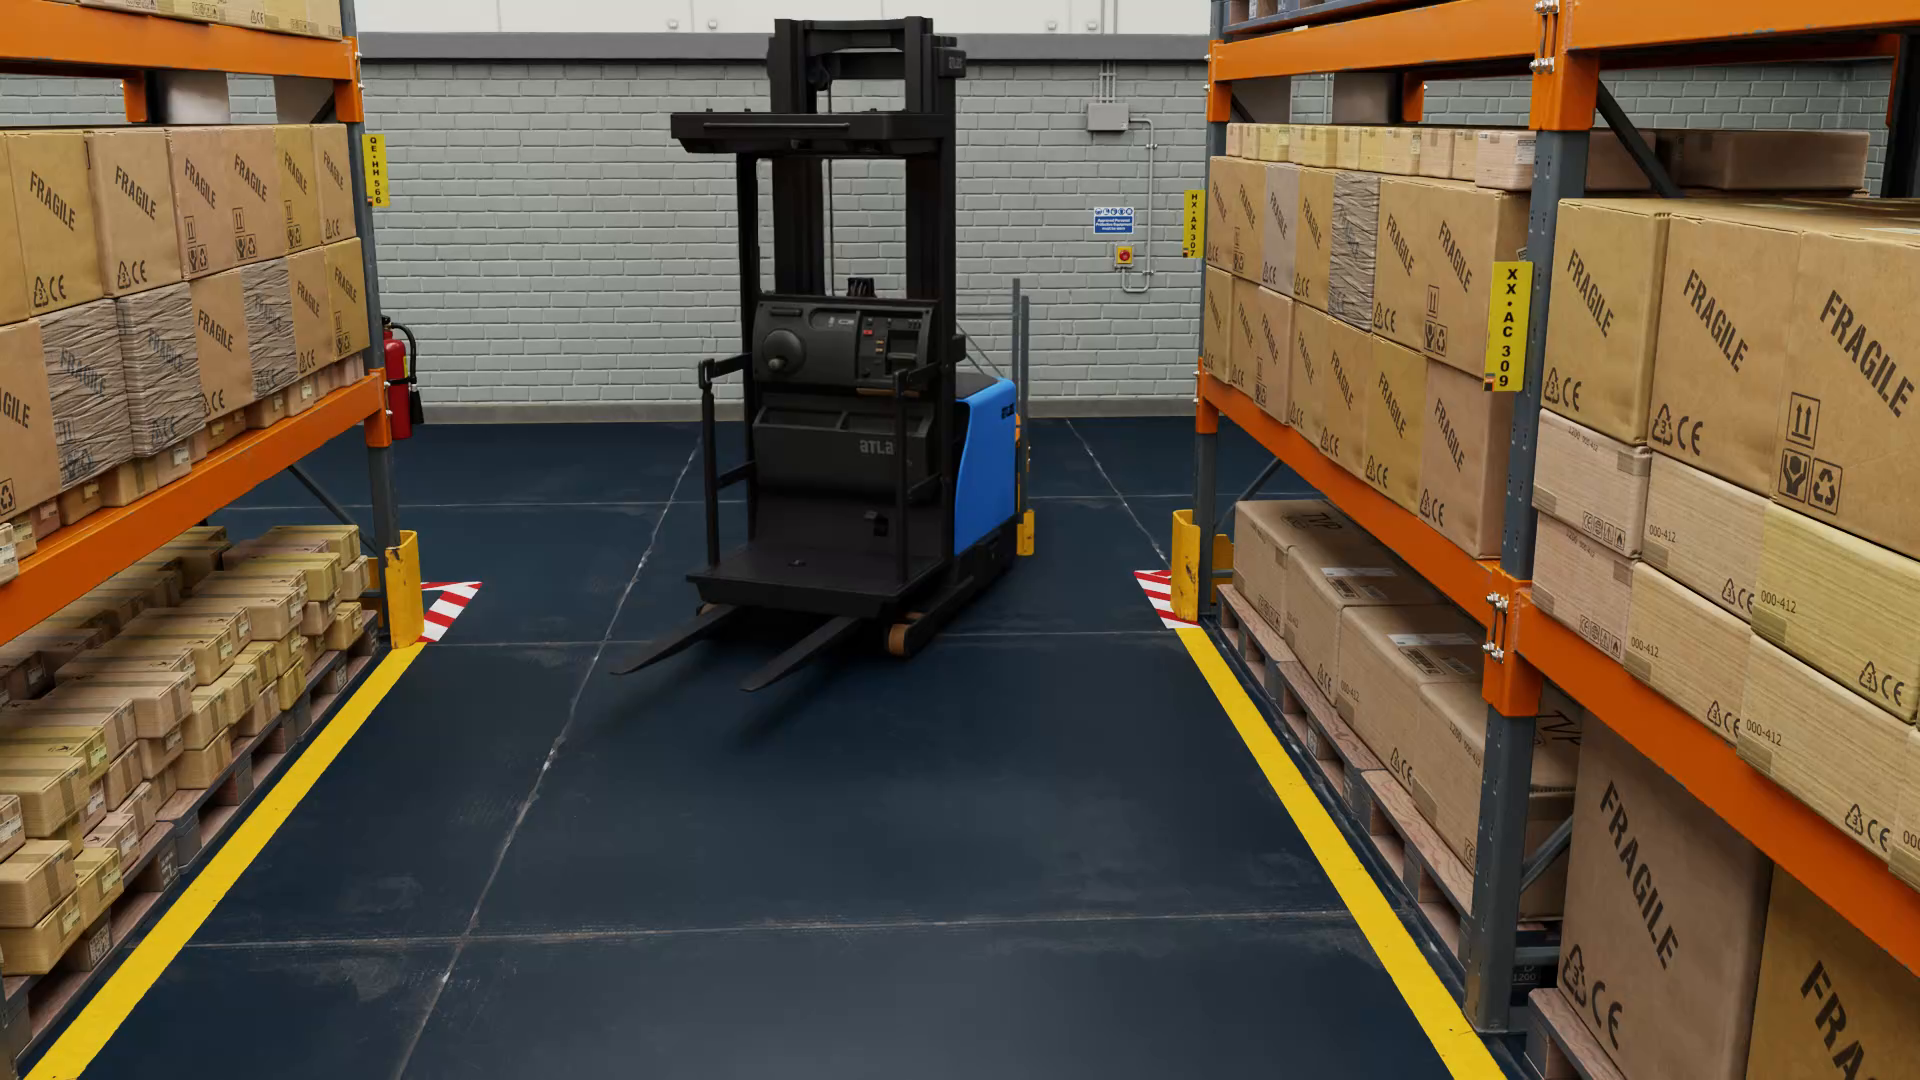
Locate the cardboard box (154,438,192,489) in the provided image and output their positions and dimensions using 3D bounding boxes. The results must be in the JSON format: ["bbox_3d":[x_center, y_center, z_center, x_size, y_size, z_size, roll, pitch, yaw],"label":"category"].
[{"bbox_3d":[-2.817,-0.269,5.555,0.380,0.149,0.250,0,14,-1],"label":"cardboard box"}]

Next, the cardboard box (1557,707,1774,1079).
[{"bbox_3d":[2.057,0.889,3.973,0.875,0.875,0.875,0,14,-2],"label":"cardboard box"}]

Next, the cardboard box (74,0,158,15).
[{"bbox_3d":[-2.814,-1.742,5.057,0.500,0.250,0.500,0,14,-1],"label":"cardboard box"}]

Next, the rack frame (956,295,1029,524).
[{"bbox_3d":[0.138,-0.646,9.526,0.500,1.500,0.032,0,14,-1],"label":"rack frame"}]

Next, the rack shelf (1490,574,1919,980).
[{"bbox_3d":[2.062,0.756,2.511,1.077,0.370,4.000,-1,14,-3],"label":"rack shelf"}]

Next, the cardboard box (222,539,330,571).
[{"bbox_3d":[-3.000,0.097,7.313,0.380,0.149,0.250,-1,14,-2],"label":"cardboard box"}]

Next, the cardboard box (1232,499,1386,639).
[{"bbox_3d":[1.831,0.116,7.856,0.875,0.438,0.875,-1,14,-5],"label":"cardboard box"}]

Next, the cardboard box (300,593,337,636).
[{"bbox_3d":[-2.892,0.306,7.097,0.380,0.149,0.250,-1,15,-6],"label":"cardboard box"}]

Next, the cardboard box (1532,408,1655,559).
[{"bbox_3d":[1.684,-0.145,3.869,0.500,0.250,0.500,-1,14,-5],"label":"cardboard box"}]

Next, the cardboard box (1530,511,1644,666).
[{"bbox_3d":[1.702,0.096,3.933,0.500,0.250,0.500,-1,14,-5],"label":"cardboard box"}]

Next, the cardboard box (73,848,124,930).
[{"bbox_3d":[-2.714,1.027,4.892,0.380,0.149,0.250,0,14,-2],"label":"cardboard box"}]

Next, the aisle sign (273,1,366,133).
[{"bbox_3d":[-2.949,-2.265,7.591,0.394,0.787,0.004,-1,14,-3],"label":"aisle sign"}]

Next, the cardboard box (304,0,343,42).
[{"bbox_3d":[-2.951,-2.254,7.048,0.500,0.250,0.500,-1,14,-5],"label":"cardboard box"}]

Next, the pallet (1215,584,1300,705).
[{"bbox_3d":[1.818,0.464,7.801,1.003,0.211,1.213,-1,14,-3],"label":"pallet"}]

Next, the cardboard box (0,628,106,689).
[{"bbox_3d":[-3.338,0.430,6.021,0.380,0.149,0.250,-1,14,-3],"label":"cardboard box"}]

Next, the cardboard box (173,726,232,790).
[{"bbox_3d":[-2.819,0.772,5.886,0.380,0.149,0.250,-1,14,-5],"label":"cardboard box"}]

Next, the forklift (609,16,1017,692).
[{"bbox_3d":[-0.649,-0.975,7.935,1.130,2.935,3.031,5,15,19],"label":"forklift"}]

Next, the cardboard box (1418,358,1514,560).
[{"bbox_3d":[1.655,-0.249,4.776,0.500,0.500,0.500,-1,14,-3],"label":"cardboard box"}]

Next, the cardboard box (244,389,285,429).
[{"bbox_3d":[-2.907,-0.531,6.574,0.380,0.149,0.250,-2,15,-6],"label":"cardboard box"}]

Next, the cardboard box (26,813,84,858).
[{"bbox_3d":[-2.804,0.888,4.835,0.380,0.149,0.250,-1,14,-3],"label":"cardboard box"}]

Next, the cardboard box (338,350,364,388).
[{"bbox_3d":[-2.941,-0.785,7.560,0.380,0.149,0.250,-1,14,-3],"label":"cardboard box"}]

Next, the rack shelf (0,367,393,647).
[{"bbox_3d":[-3.120,-0.137,5.983,1.077,0.370,4.000,-1,14,-3],"label":"rack shelf"}]

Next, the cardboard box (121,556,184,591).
[{"bbox_3d":[-3.525,0.173,7.018,0.380,0.149,0.250,-1,14,-4],"label":"cardboard box"}]

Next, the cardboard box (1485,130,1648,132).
[{"bbox_3d":[1.694,-1.075,4.677,0.380,0.149,0.250,-1,14,-2],"label":"cardboard box"}]

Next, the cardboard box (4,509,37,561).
[{"bbox_3d":[-2.777,-0.005,4.530,0.380,0.149,0.250,0,14,-2],"label":"cardboard box"}]

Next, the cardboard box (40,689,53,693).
[{"bbox_3d":[-3.320,0.577,6.045,0.380,0.149,0.250,0,14,-1],"label":"cardboard box"}]

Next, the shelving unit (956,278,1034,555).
[{"bbox_3d":[0.129,-0.775,10.027,0.587,1.500,1.083,0,14,-1],"label":"shelving unit"}]

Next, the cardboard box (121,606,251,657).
[{"bbox_3d":[-2.926,0.358,6.298,0.380,0.149,0.250,-1,14,-5],"label":"cardboard box"}]

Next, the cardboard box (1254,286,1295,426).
[{"bbox_3d":[1.506,-0.757,6.748,0.500,0.500,0.500,-1,14,-4],"label":"cardboard box"}]

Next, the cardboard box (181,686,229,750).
[{"bbox_3d":[-2.815,0.629,5.844,0.380,0.149,0.250,-1,14,-4],"label":"cardboard box"}]

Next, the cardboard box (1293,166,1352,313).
[{"bbox_3d":[1.546,-1.113,6.125,0.500,0.500,0.500,-1,14,-3],"label":"cardboard box"}]

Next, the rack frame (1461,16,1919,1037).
[{"bbox_3d":[1.938,-0.090,4.355,1.000,3.000,0.127,-1,14,-3],"label":"rack frame"}]

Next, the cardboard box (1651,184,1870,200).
[{"bbox_3d":[2.151,-0.744,4.693,0.500,0.500,0.500,-1,14,-3],"label":"cardboard box"}]

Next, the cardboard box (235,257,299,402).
[{"bbox_3d":[-2.891,-0.813,6.371,0.500,0.500,0.500,-1,14,-3],"label":"cardboard box"}]

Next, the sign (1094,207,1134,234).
[{"bbox_3d":[1.266,-2.632,13.693,0.327,0.218,0.001,-1,14,-3],"label":"sign"}]

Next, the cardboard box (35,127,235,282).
[{"bbox_3d":[-2.859,-1.163,5.722,0.500,0.500,0.500,-1,14,-5],"label":"cardboard box"}]

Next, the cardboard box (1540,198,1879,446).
[{"bbox_3d":[1.679,-0.508,3.775,0.500,0.500,0.500,-1,14,-3],"label":"cardboard box"}]

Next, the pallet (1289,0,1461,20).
[{"bbox_3d":[1.826,-2.006,5.960,1.003,0.211,1.213,-1,14,-3],"label":"pallet"}]

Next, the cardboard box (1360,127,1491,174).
[{"bbox_3d":[1.586,-1.327,5.655,0.380,0.149,0.250,-1,14,-5],"label":"cardboard box"}]

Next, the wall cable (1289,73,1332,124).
[{"bbox_3d":[2.733,-3.003,13.640,0.588,1.984,0.122,-1,14,-3],"label":"wall cable"}]

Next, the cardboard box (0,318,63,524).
[{"bbox_3d":[-2.775,-0.308,4.405,0.500,0.500,0.500,-1,14,-4],"label":"cardboard box"}]

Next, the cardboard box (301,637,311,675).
[{"bbox_3d":[-2.927,0.513,6.892,0.380,0.149,0.250,-1,14,-3],"label":"cardboard box"}]

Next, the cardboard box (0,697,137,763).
[{"bbox_3d":[-2.872,0.616,5.297,0.380,0.149,0.250,-1,14,-5],"label":"cardboard box"}]

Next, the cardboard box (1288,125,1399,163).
[{"bbox_3d":[1.528,-1.579,6.633,0.380,0.149,0.250,-1,14,-3],"label":"cardboard box"}]
